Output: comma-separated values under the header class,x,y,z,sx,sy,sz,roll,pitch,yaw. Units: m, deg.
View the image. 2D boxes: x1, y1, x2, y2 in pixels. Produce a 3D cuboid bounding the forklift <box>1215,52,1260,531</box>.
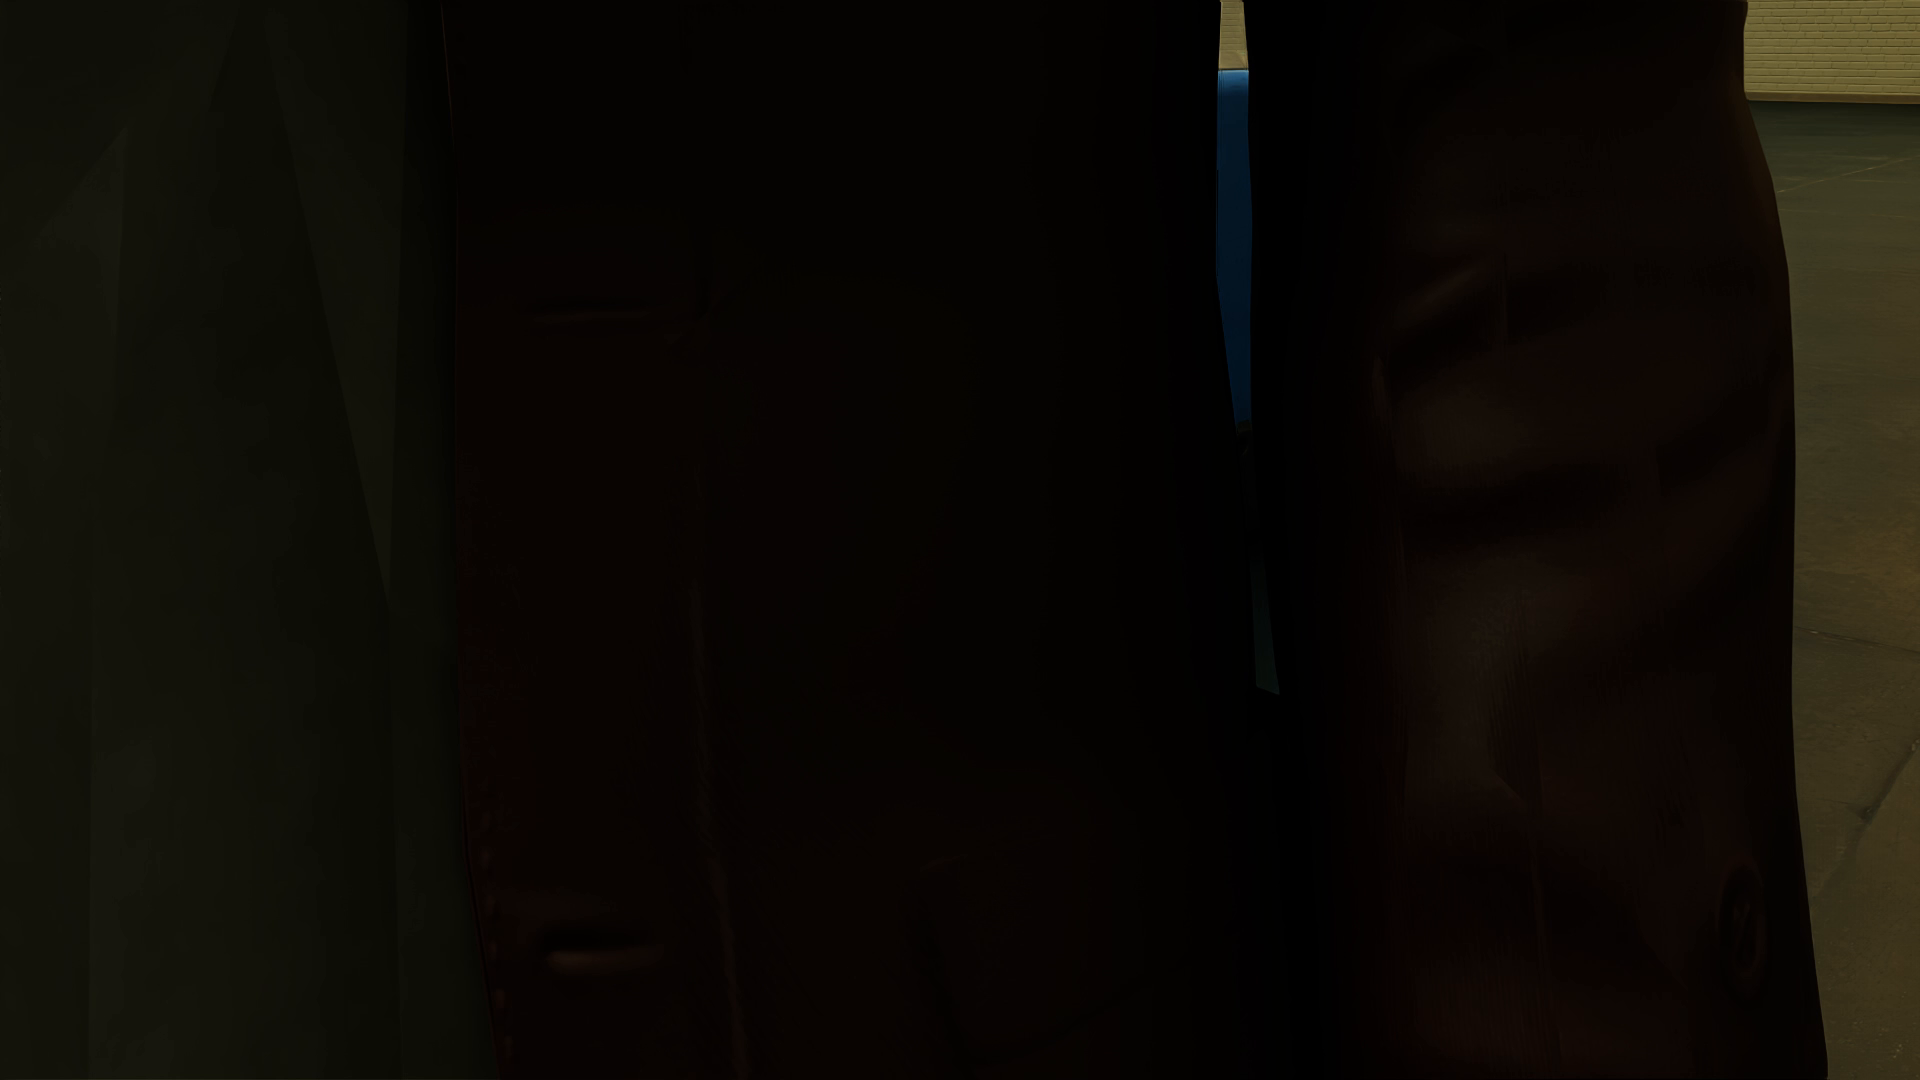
class,x,y,z,sx,sy,sz,roll,pitch,yaw
forklift,-0.431,-1.266,3.067,1.130,2.935,3.031,16,23,42
